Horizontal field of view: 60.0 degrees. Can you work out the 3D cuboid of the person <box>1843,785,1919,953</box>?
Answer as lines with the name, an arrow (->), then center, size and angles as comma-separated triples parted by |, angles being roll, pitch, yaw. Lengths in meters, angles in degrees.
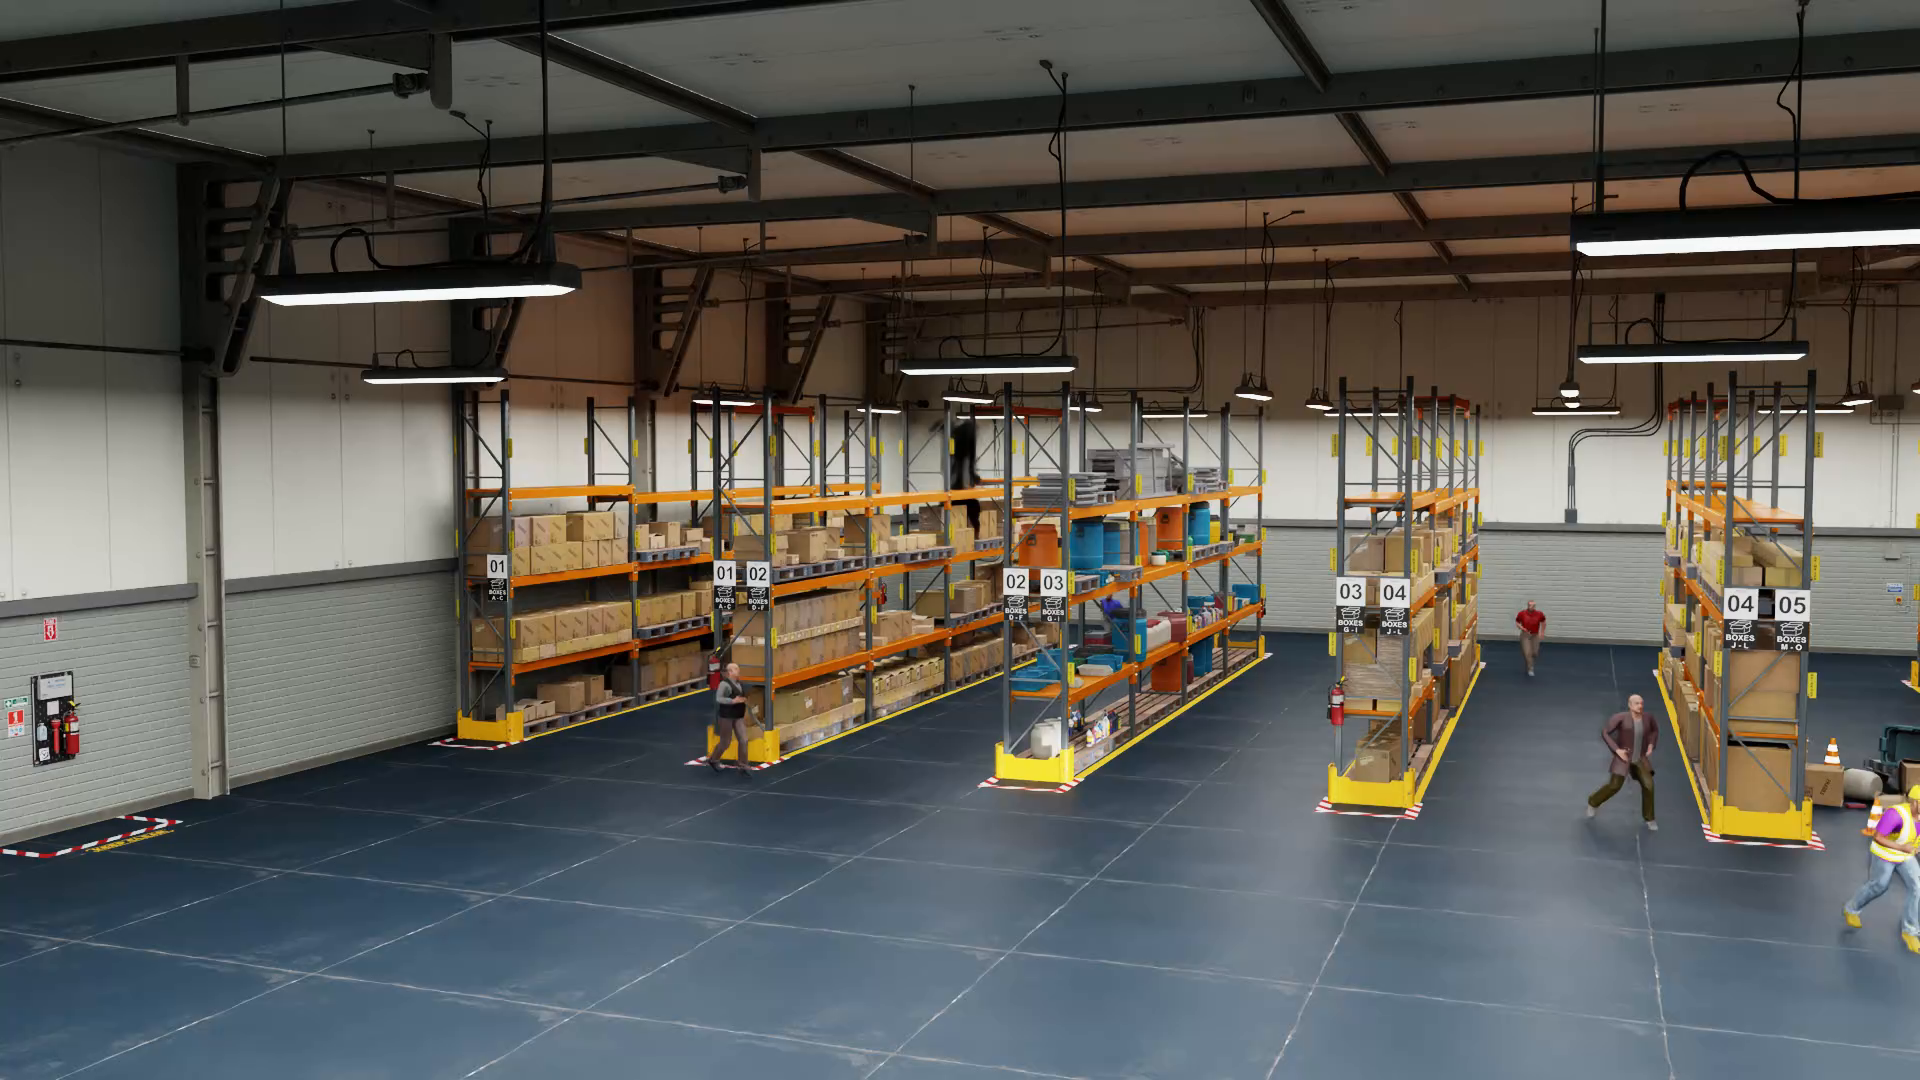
person -> 9.428, 3.264, 16.849 | 0.704, 1.717, 1.045 | -1, 3, -19

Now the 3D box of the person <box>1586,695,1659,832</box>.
person -> 8.863, 2.932, 22.078 | 0.933, 1.780, 0.822 | 0, 3, -7

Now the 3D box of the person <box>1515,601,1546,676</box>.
person -> 12.597, 2.159, 36.742 | 0.635, 1.671, 0.766 | 1, 3, 17

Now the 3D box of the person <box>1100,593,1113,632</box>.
person -> 3.337, 1.938, 36.615 | 0.574, 1.720, 0.881 | 1, 3, 16

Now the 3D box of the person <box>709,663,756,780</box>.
person -> -3.508, 2.747, 25.308 | 0.871, 1.761, 0.635 | 2, 4, 35
